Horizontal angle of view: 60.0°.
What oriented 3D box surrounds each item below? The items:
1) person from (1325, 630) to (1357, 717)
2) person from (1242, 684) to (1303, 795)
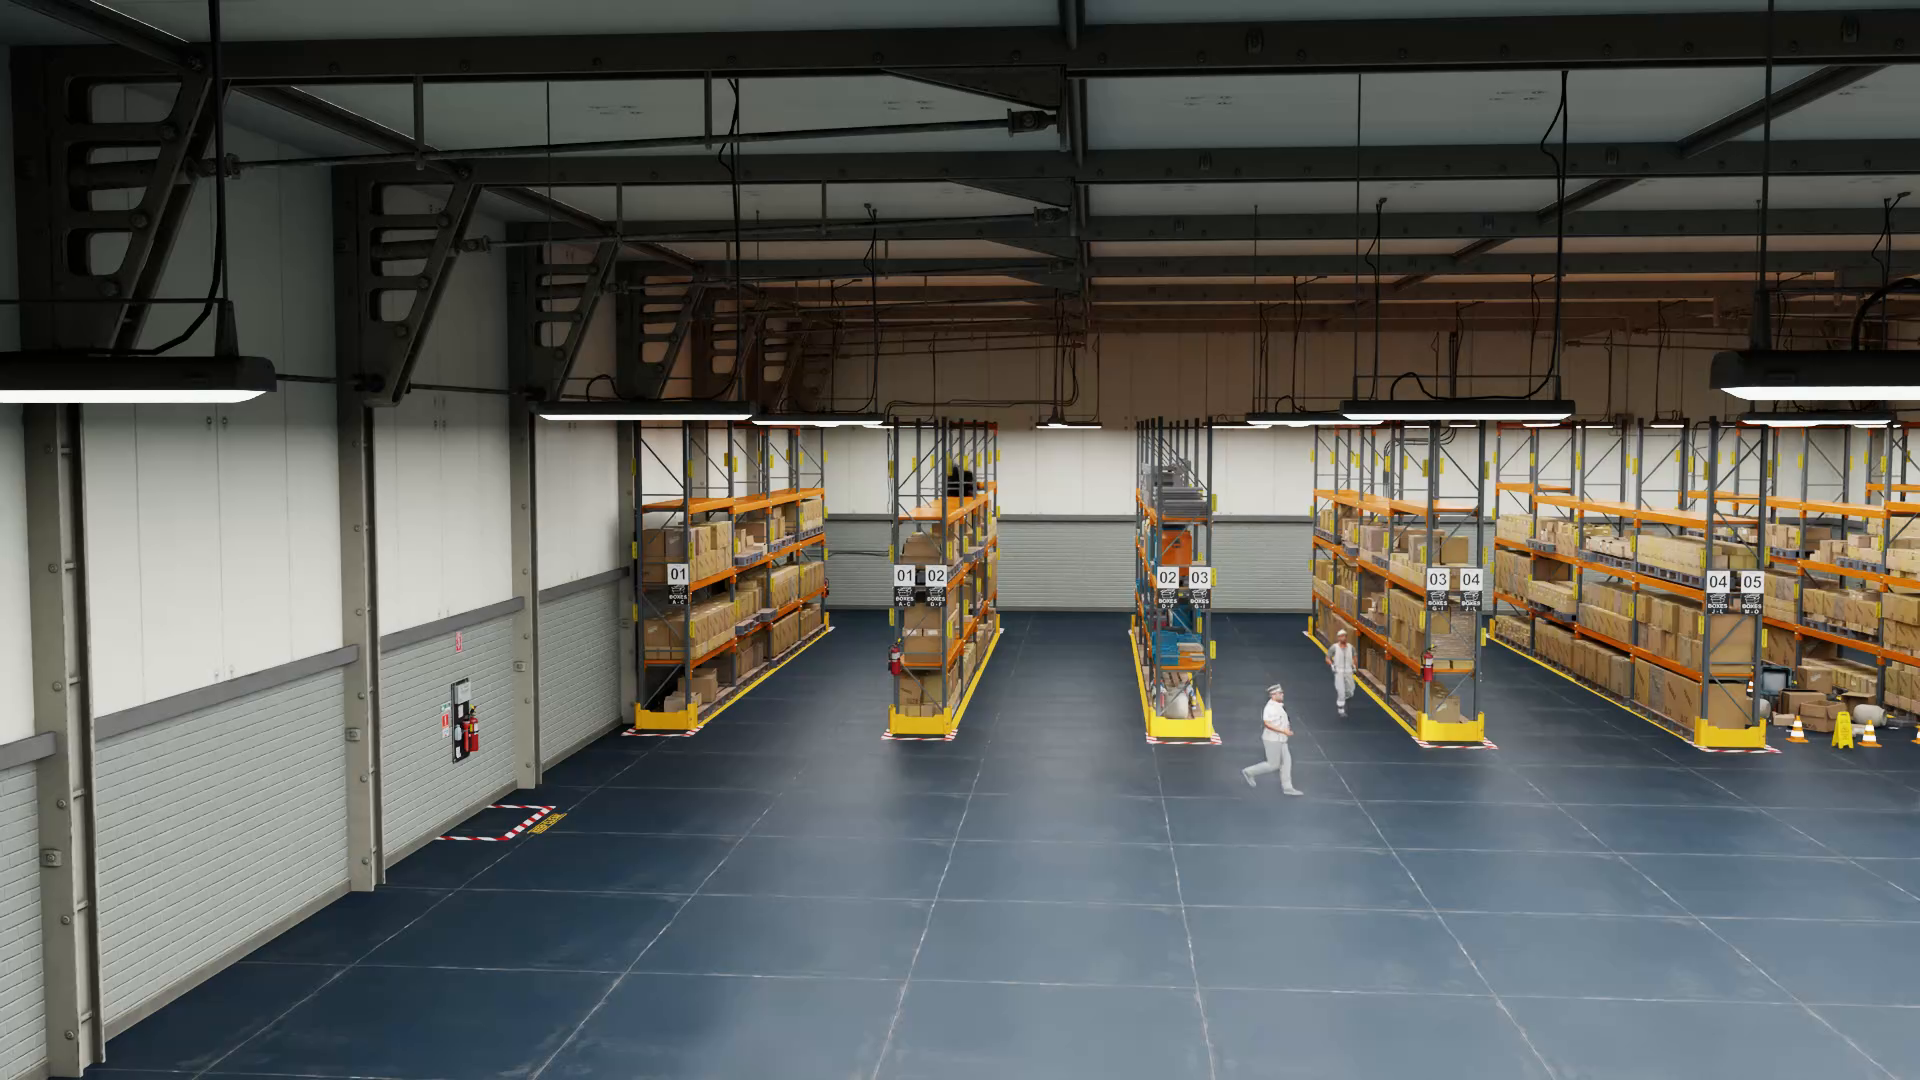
[{"bbox_3d":[7.678,2.670,33.427,0.653,1.736,0.621,0,4,-3],"label":"person"},{"bbox_3d":[4.939,3.133,26.174,0.945,1.763,0.663,2,4,24],"label":"person"}]
